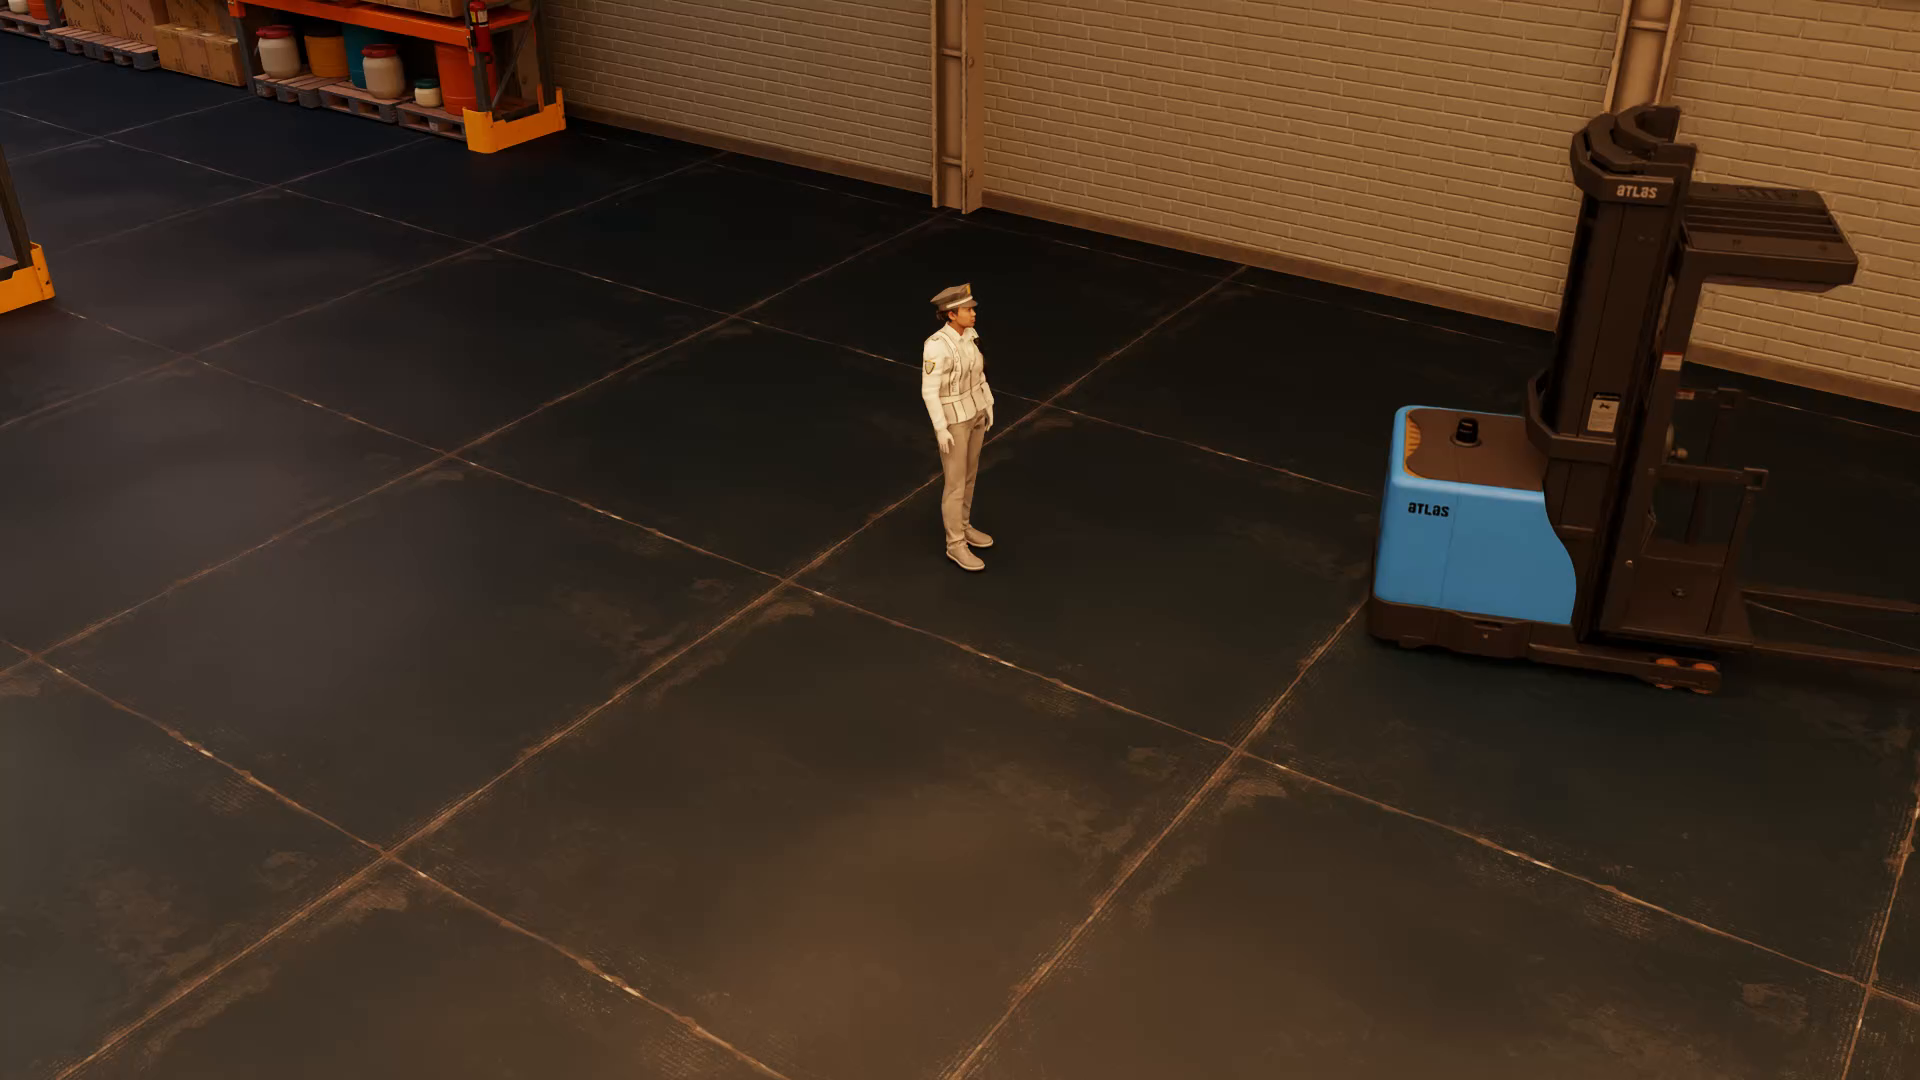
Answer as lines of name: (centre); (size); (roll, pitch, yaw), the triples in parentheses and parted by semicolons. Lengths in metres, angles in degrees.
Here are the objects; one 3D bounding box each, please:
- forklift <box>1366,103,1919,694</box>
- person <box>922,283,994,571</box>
forklift: (3.895, -0.724, 8.829); (3.031, 2.935, 1.130); (7, 31, 12)
person: (0.053, -0.717, 10.033); (0.531, 1.695, 0.587); (19, 35, 29)
